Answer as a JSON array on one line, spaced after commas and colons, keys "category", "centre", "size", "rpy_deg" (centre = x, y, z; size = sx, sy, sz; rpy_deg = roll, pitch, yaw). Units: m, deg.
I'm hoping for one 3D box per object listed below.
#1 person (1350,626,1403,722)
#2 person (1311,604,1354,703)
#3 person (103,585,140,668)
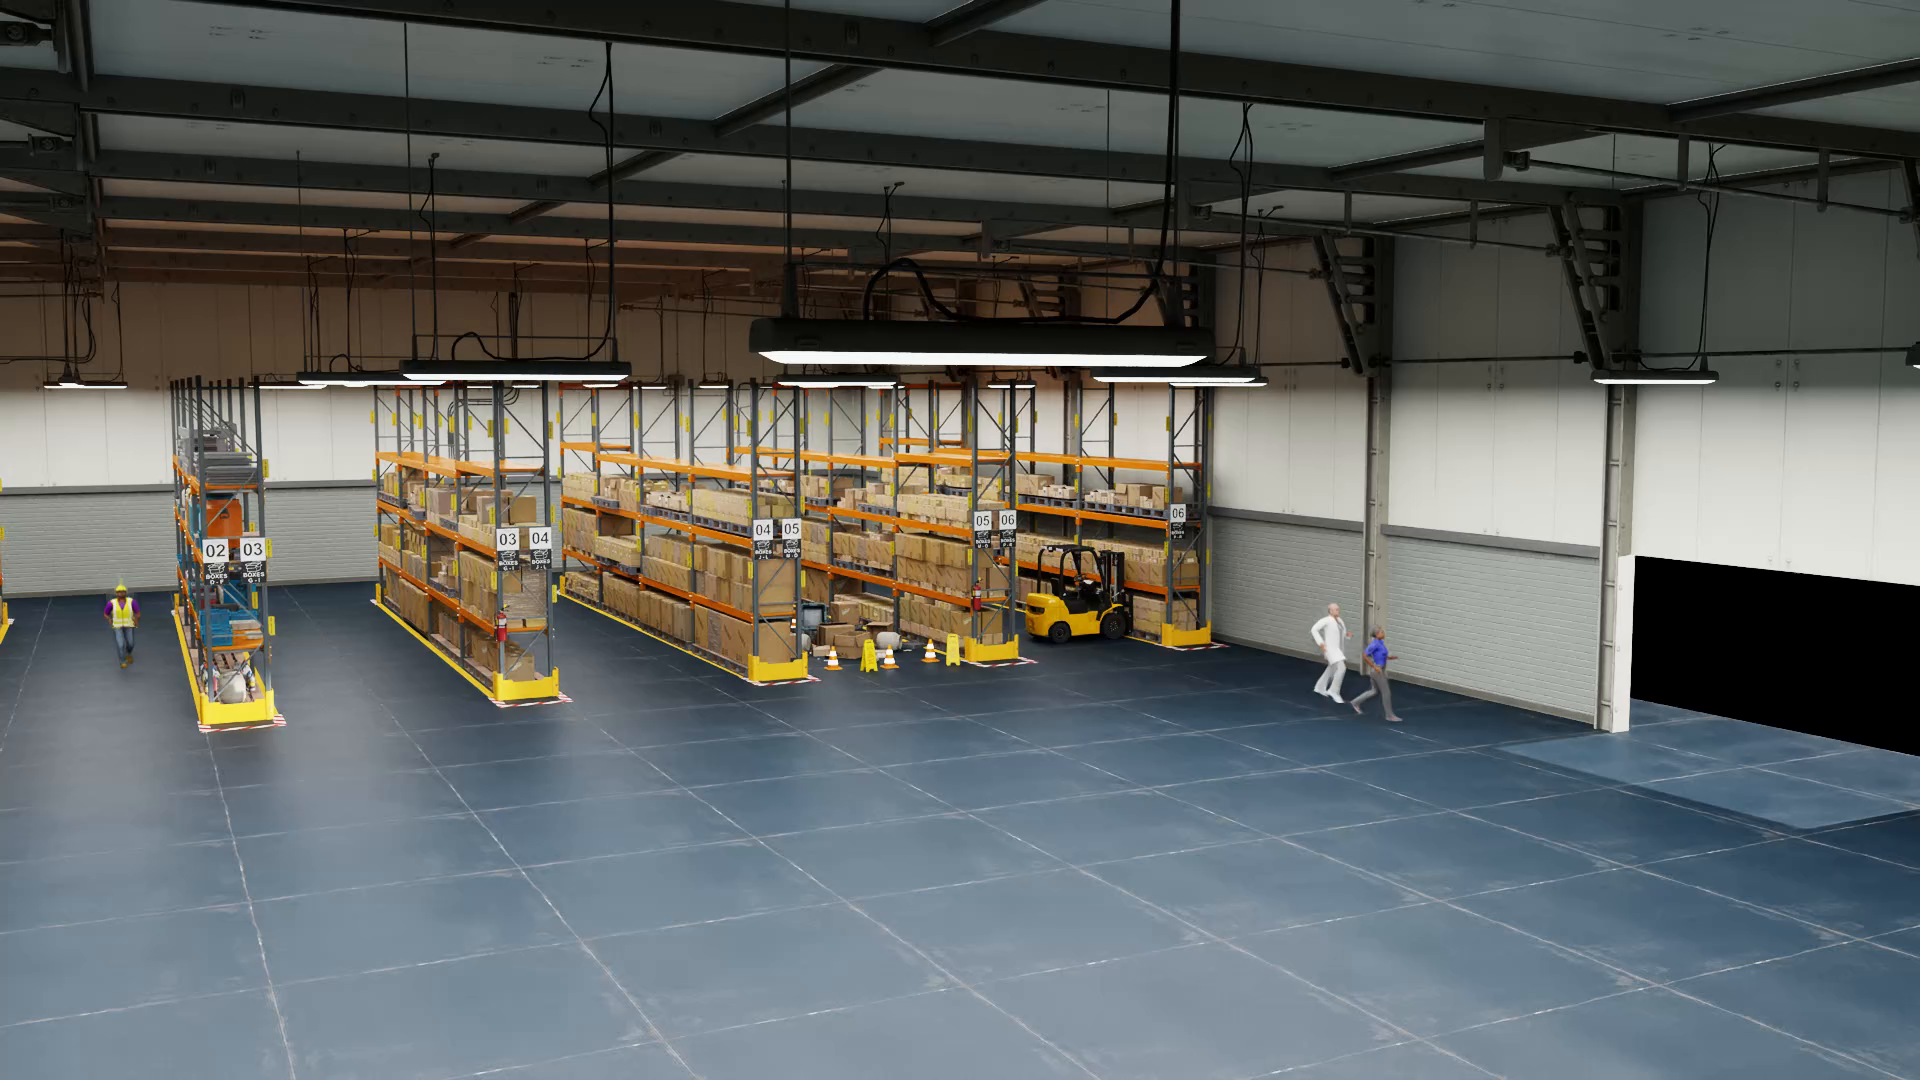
[{"category": "person", "centre": [7.252, 2.323, 28.918], "size": [0.931, 1.619, 0.581], "rpy_deg": [2, 5, 21]}, {"category": "person", "centre": [6.927, 2.098, 30.860], "size": [0.825, 1.842, 0.668], "rpy_deg": [4, 7, 40]}, {"category": "person", "centre": [-17.364, 1.798, 34.491], "size": [0.696, 1.718, 0.603], "rpy_deg": [-3, 6, -30]}]
